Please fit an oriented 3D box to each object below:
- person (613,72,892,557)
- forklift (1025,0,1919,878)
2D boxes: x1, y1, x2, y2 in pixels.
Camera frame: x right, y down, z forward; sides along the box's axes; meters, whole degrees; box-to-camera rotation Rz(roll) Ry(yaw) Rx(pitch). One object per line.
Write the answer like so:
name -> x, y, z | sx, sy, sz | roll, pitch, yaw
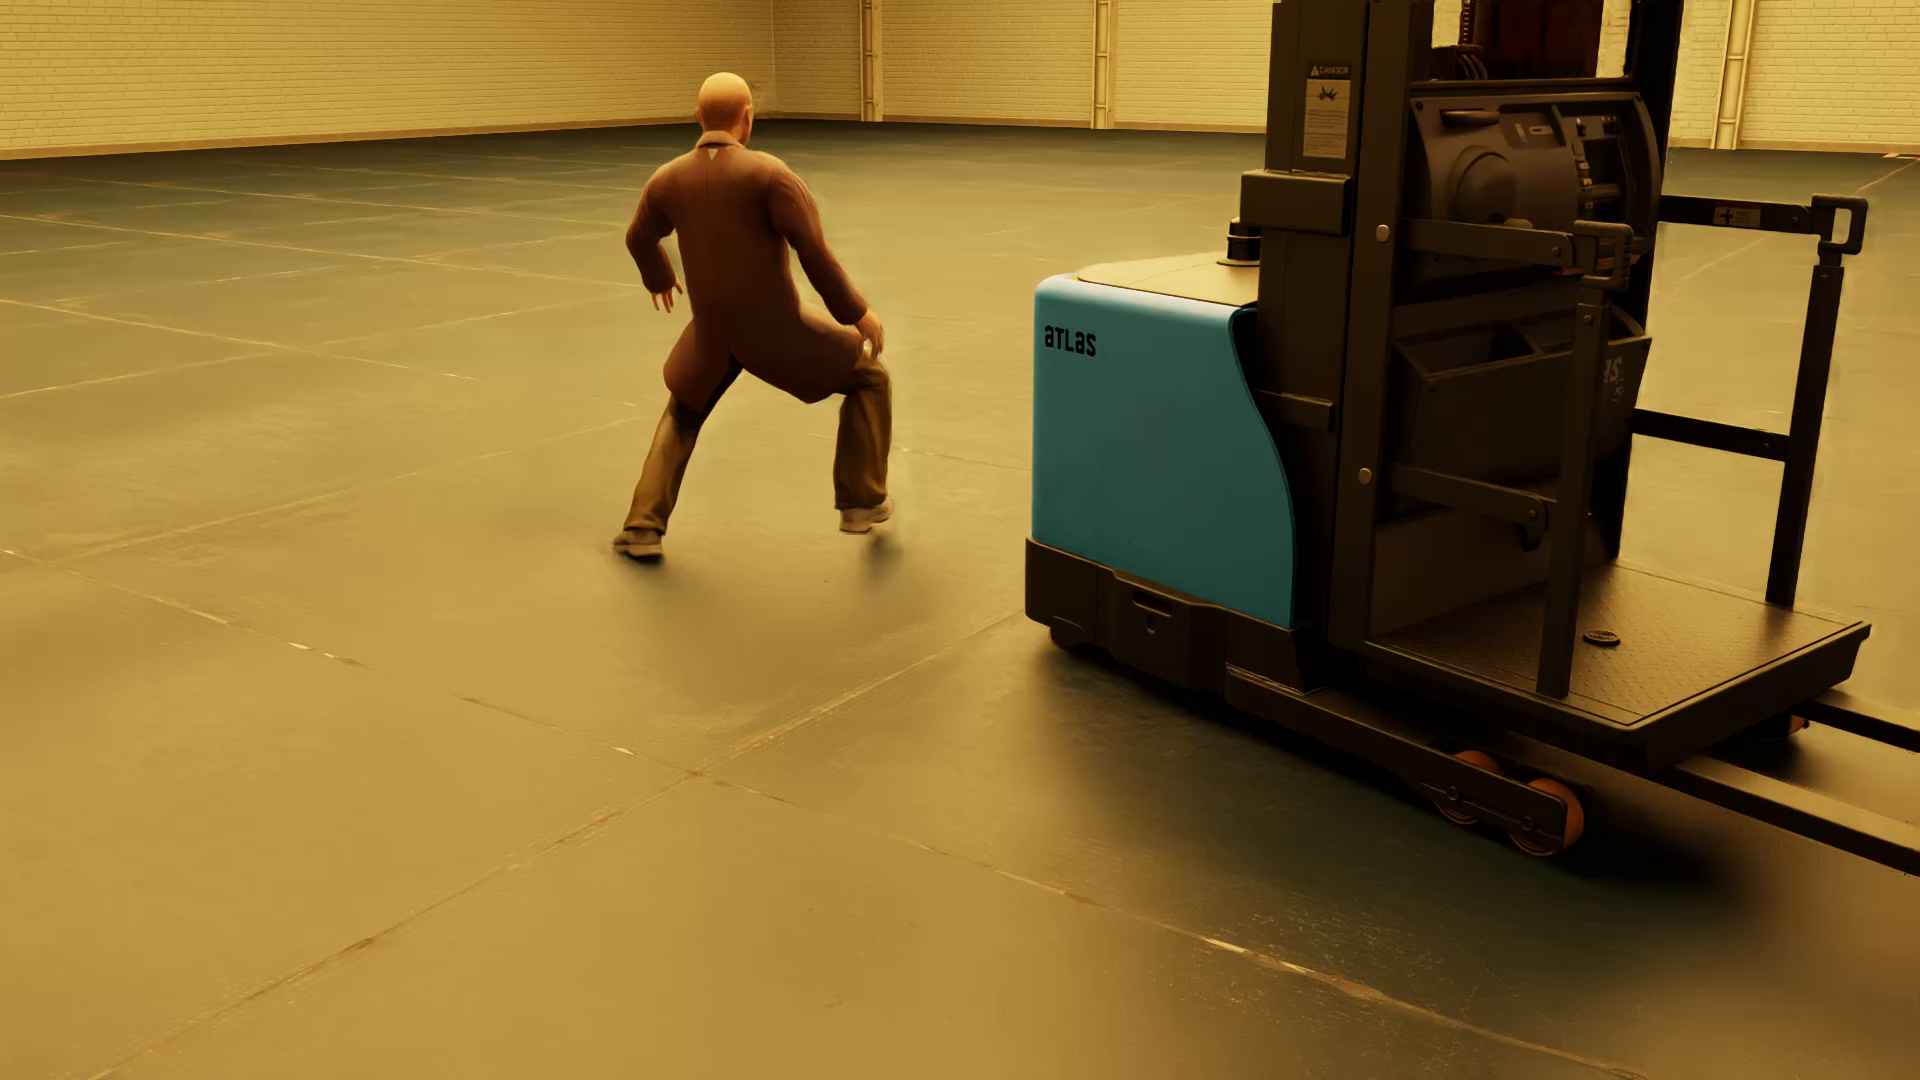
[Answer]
person -> -0.763, -0.755, 5.716 | 1.001, 1.645, 0.781 | 8, 18, 24
forklift -> 1.498, -0.873, 3.753 | 1.130, 2.935, 3.031 | -13, 21, -36
